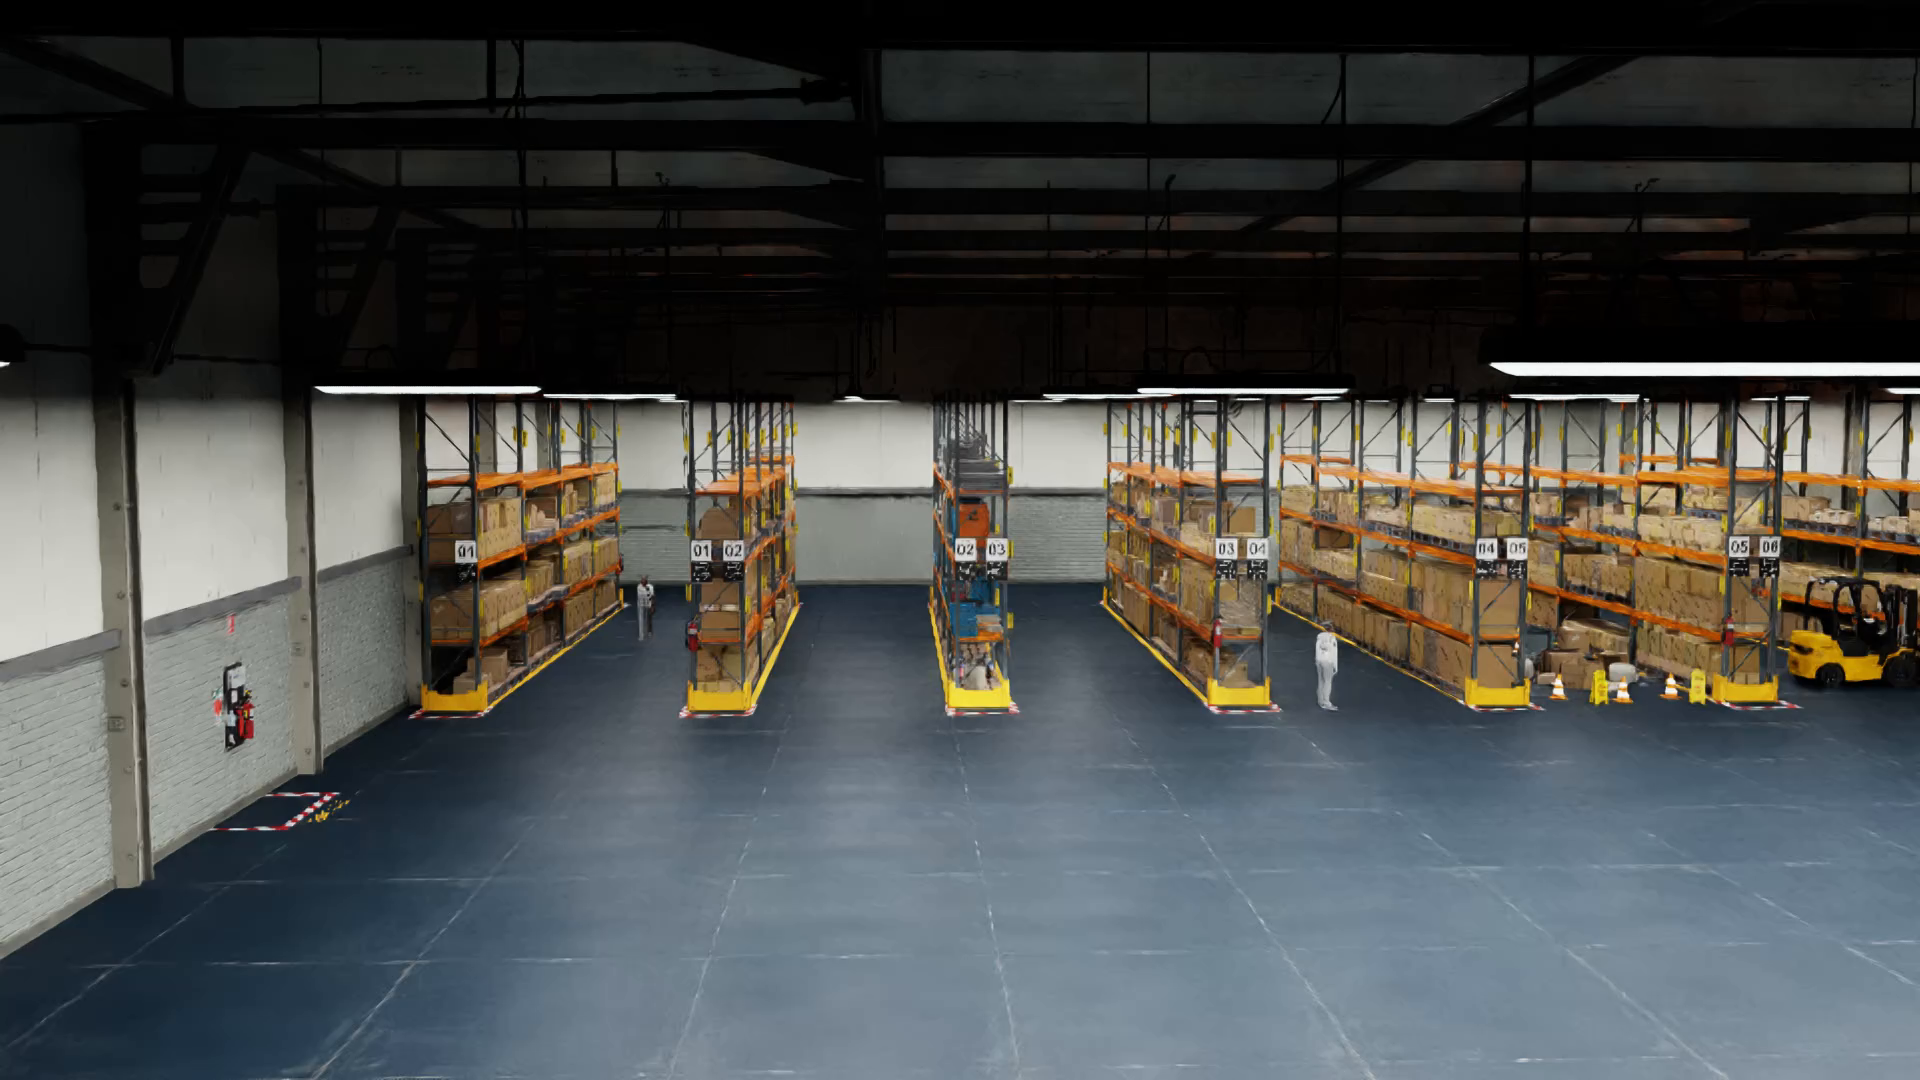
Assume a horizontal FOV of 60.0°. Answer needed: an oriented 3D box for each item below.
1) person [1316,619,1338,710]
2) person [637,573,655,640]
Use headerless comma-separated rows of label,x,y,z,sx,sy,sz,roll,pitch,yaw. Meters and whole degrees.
person,6.920,2.320,31.282,0.431,1.684,0.554,-3,5,-31
person,-7.640,1.605,40.464,0.463,1.625,0.998,0,5,-3
